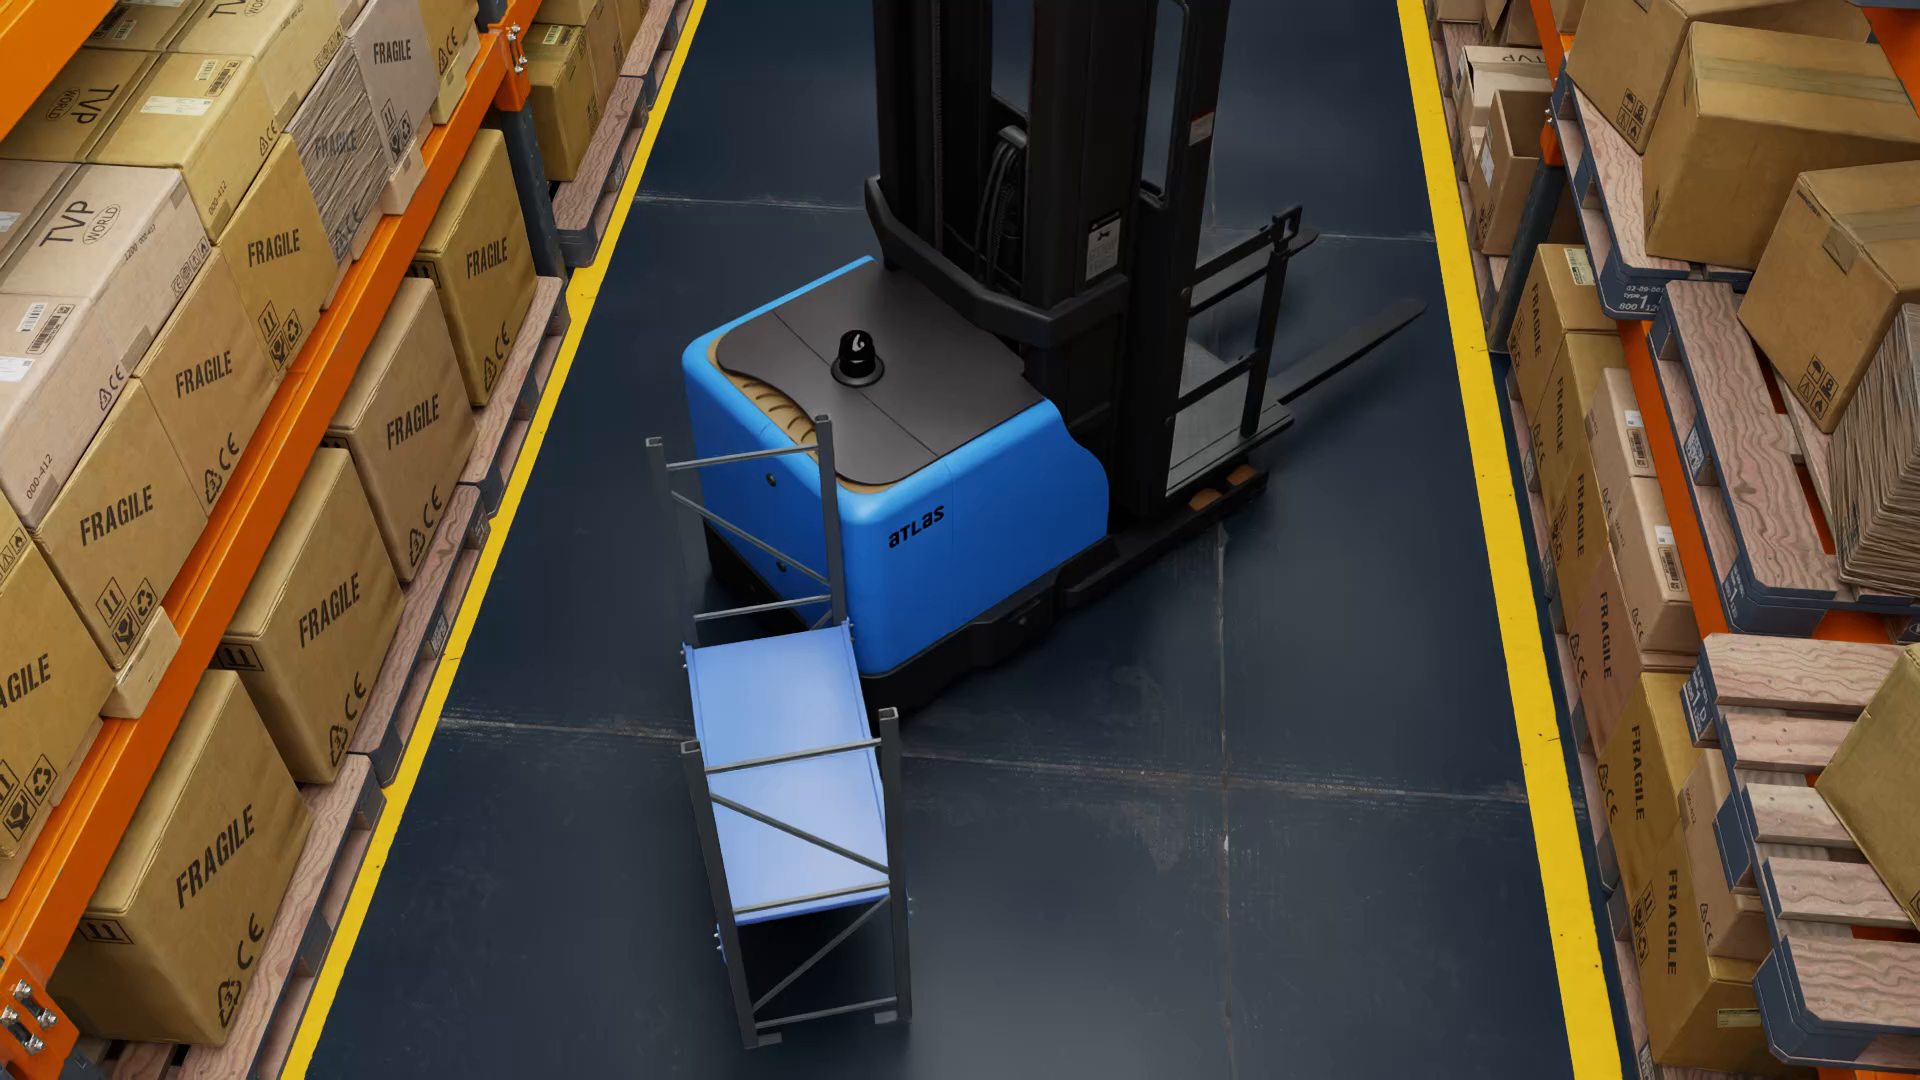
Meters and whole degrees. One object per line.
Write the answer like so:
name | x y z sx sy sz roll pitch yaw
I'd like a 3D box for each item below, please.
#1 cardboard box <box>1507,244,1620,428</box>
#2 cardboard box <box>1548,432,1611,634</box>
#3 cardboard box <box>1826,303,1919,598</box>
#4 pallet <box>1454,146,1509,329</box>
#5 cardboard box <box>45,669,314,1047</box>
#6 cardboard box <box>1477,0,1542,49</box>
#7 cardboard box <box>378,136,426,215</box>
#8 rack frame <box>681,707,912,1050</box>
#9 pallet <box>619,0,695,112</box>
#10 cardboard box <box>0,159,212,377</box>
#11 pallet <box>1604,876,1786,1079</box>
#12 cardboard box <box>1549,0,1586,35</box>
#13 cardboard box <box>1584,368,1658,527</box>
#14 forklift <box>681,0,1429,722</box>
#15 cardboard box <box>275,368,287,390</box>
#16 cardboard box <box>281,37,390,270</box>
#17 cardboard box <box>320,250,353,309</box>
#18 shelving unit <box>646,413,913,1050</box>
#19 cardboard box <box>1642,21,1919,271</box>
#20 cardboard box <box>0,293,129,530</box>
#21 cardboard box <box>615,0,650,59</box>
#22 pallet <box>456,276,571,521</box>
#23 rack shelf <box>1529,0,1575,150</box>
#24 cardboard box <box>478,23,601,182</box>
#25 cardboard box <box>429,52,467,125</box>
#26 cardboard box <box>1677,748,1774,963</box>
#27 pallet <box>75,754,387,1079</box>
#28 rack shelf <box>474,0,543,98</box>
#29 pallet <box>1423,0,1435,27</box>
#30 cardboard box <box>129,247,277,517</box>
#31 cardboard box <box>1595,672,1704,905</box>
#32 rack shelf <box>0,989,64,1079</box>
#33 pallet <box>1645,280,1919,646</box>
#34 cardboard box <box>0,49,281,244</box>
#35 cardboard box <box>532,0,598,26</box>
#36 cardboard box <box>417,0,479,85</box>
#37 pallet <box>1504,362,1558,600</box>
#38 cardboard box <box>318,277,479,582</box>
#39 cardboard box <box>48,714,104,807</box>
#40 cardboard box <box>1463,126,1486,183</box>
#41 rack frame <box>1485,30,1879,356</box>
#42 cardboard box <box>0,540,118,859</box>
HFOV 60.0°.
cardboard box | 2.430 -0.767 6.315 0.500 0.500 0.500 2 48 2
cardboard box | 2.340 -0.008 5.620 0.500 0.500 0.500 4 48 4
cardboard box | 2.571 -0.167 4.018 0.700 0.500 0.500 12 49 11
pallet | 2.781 -1.365 7.356 1.003 0.211 1.213 4 48 4
cardboard box | -2.383 0.859 4.603 0.750 0.750 0.750 3 48 3
cardboard box | 2.883 -2.489 7.887 0.797 0.503 0.637 4 48 4
cardboard box | -1.999 -1.214 5.484 0.380 0.149 0.250 4 48 4
rack frame | -0.390 0.942 4.372 0.500 1.500 0.032 -9 48 -8
pallet | -1.960 -2.643 8.525 1.003 0.211 1.213 4 48 4
cardboard box | -2.193 -0.666 4.035 0.500 0.250 0.500 4 48 4
pallet | 2.458 1.533 4.705 1.003 0.211 1.213 4 48 4
cardboard box | 2.507 -2.220 6.180 0.500 0.500 0.500 5 48 4
cardboard box | 2.339 -0.286 5.366 0.500 0.250 0.500 4 48 4
forklift | 0.545 -1.300 5.453 3.031 2.935 1.130 -31 55 -25
cardboard box | -2.191 -0.469 4.803 0.380 0.149 0.250 4 48 4
cardboard box | -2.098 -1.173 5.007 0.500 0.500 0.500 4 48 4
cardboard box | -2.125 -0.856 5.157 0.380 0.149 0.250 3 48 2
shelving unit | -0.493 0.575 4.708 0.538 1.500 1.048 -9 48 -8
cardboard box | 2.452 -1.135 4.903 0.700 0.500 0.500 11 48 10
cardboard box | -2.234 -0.298 3.699 0.500 0.250 0.500 3 48 3
cardboard box | -1.948 -2.719 8.113 0.700 0.500 0.500 5 48 4
pallet | -2.211 -0.619 6.673 1.003 0.211 1.213 4 48 4
rack shelf | 2.899 -3.029 7.475 1.077 0.370 4.000 4 48 4
cardboard box | -2.046 -1.973 7.431 0.700 0.500 0.500 4 48 4
cardboard box | -1.965 -1.600 5.837 0.380 0.149 0.250 5 48 4
cardboard box | 2.205 0.835 4.341 0.500 0.250 0.500 6 48 5
pallet | -2.434 1.174 5.033 1.003 0.211 1.213 4 48 4
rack shelf | -2.034 -3.359 7.777 1.077 0.370 4.000 4 48 4
pallet | 3.003 -3.158 8.996 1.003 0.211 1.213 4 48 4
cardboard box | -2.178 -0.422 4.320 0.500 0.500 0.500 4 48 3
cardboard box | 2.252 0.749 4.928 0.500 0.500 0.500 2 48 2
rack shelf | -2.763 2.520 2.400 1.077 0.370 4.000 4 48 4
pallet | 2.525 -0.227 4.555 1.003 0.211 1.213 4 48 4
cardboard box | -2.152 -1.041 4.378 0.500 0.250 0.500 3 48 3
cardboard box | -1.833 -2.431 7.411 0.380 0.149 0.250 5 48 5
cardboard box | -2.007 -1.917 5.687 0.500 0.500 0.500 3 48 3
pallet | 2.681 -0.260 6.345 1.003 0.211 1.213 4 48 4
cardboard box | -2.224 -0.409 5.763 0.750 0.750 0.750 5 48 5
cardboard box | -2.288 0.474 3.940 0.380 0.149 0.250 4 48 4
cardboard box | 2.461 -1.705 7.411 0.380 0.149 0.250 4 48 4
rack frame | 2.717 -1.802 5.865 1.000 3.000 0.127 4 48 4
cardboard box | -2.282 0.327 3.636 0.500 0.500 0.500 5 48 5
